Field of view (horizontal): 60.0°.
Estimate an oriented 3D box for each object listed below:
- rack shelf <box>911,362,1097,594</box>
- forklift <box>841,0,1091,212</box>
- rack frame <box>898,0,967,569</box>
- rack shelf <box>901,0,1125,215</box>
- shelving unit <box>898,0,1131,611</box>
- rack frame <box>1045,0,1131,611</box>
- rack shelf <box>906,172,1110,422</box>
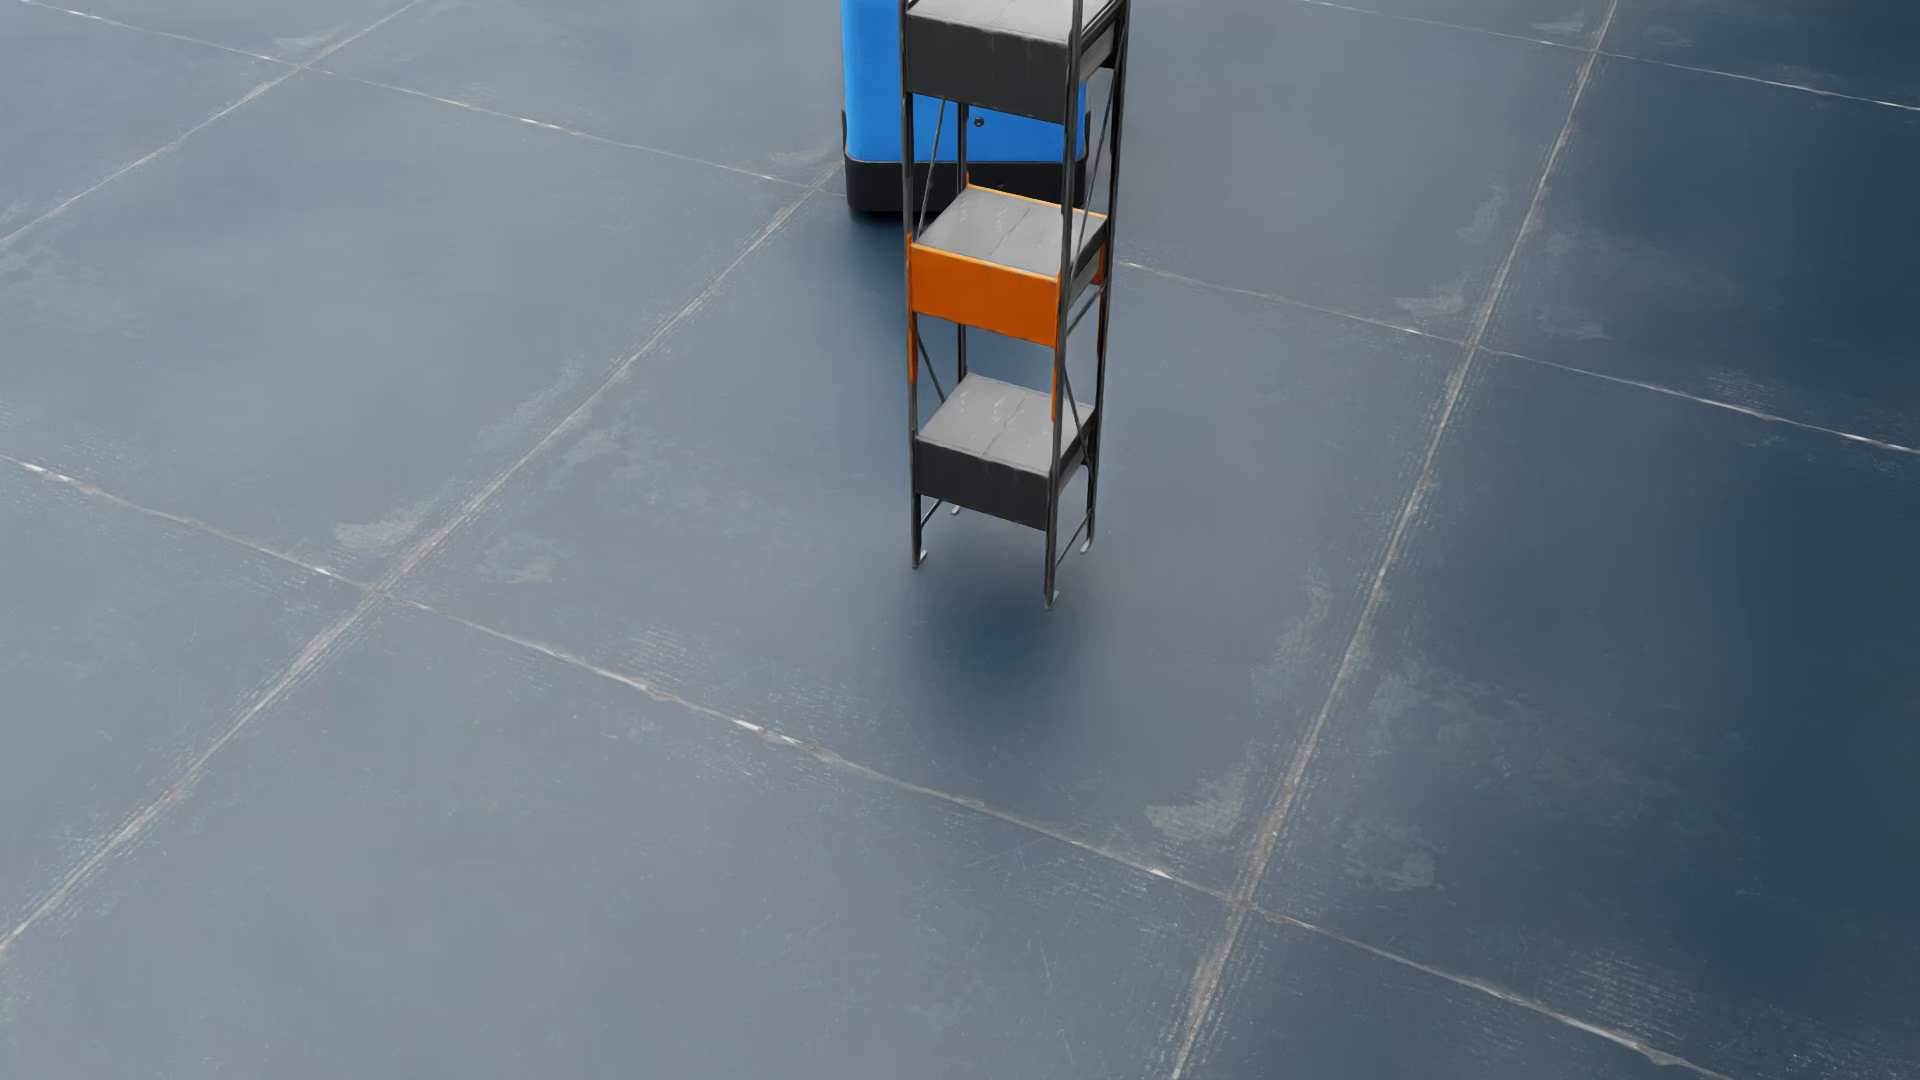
[{"bbox_3d":[0.150,-0.208,5.477,0.480,0.518,0.431,17,44,19],"label":"rack shelf"},{"bbox_3d":[0.039,-3.485,7.533,1.130,2.935,3.031,0,41,0],"label":"forklift"},{"bbox_3d":[-0.071,-0.815,5.087,0.015,2.100,0.400,17,44,19],"label":"rack frame"},{"bbox_3d":[0.150,-1.266,4.560,0.480,0.518,0.431,17,44,19],"label":"rack shelf"},{"bbox_3d":[0.150,-0.748,5.009,0.503,2.100,0.431,17,44,19],"label":"shelving unit"},{"bbox_3d":[0.371,-0.680,4.931,0.015,2.100,0.400,17,44,19],"label":"rack frame"},{"bbox_3d":[0.150,-0.737,5.018,0.480,0.518,0.431,17,44,19],"label":"rack shelf"}]
